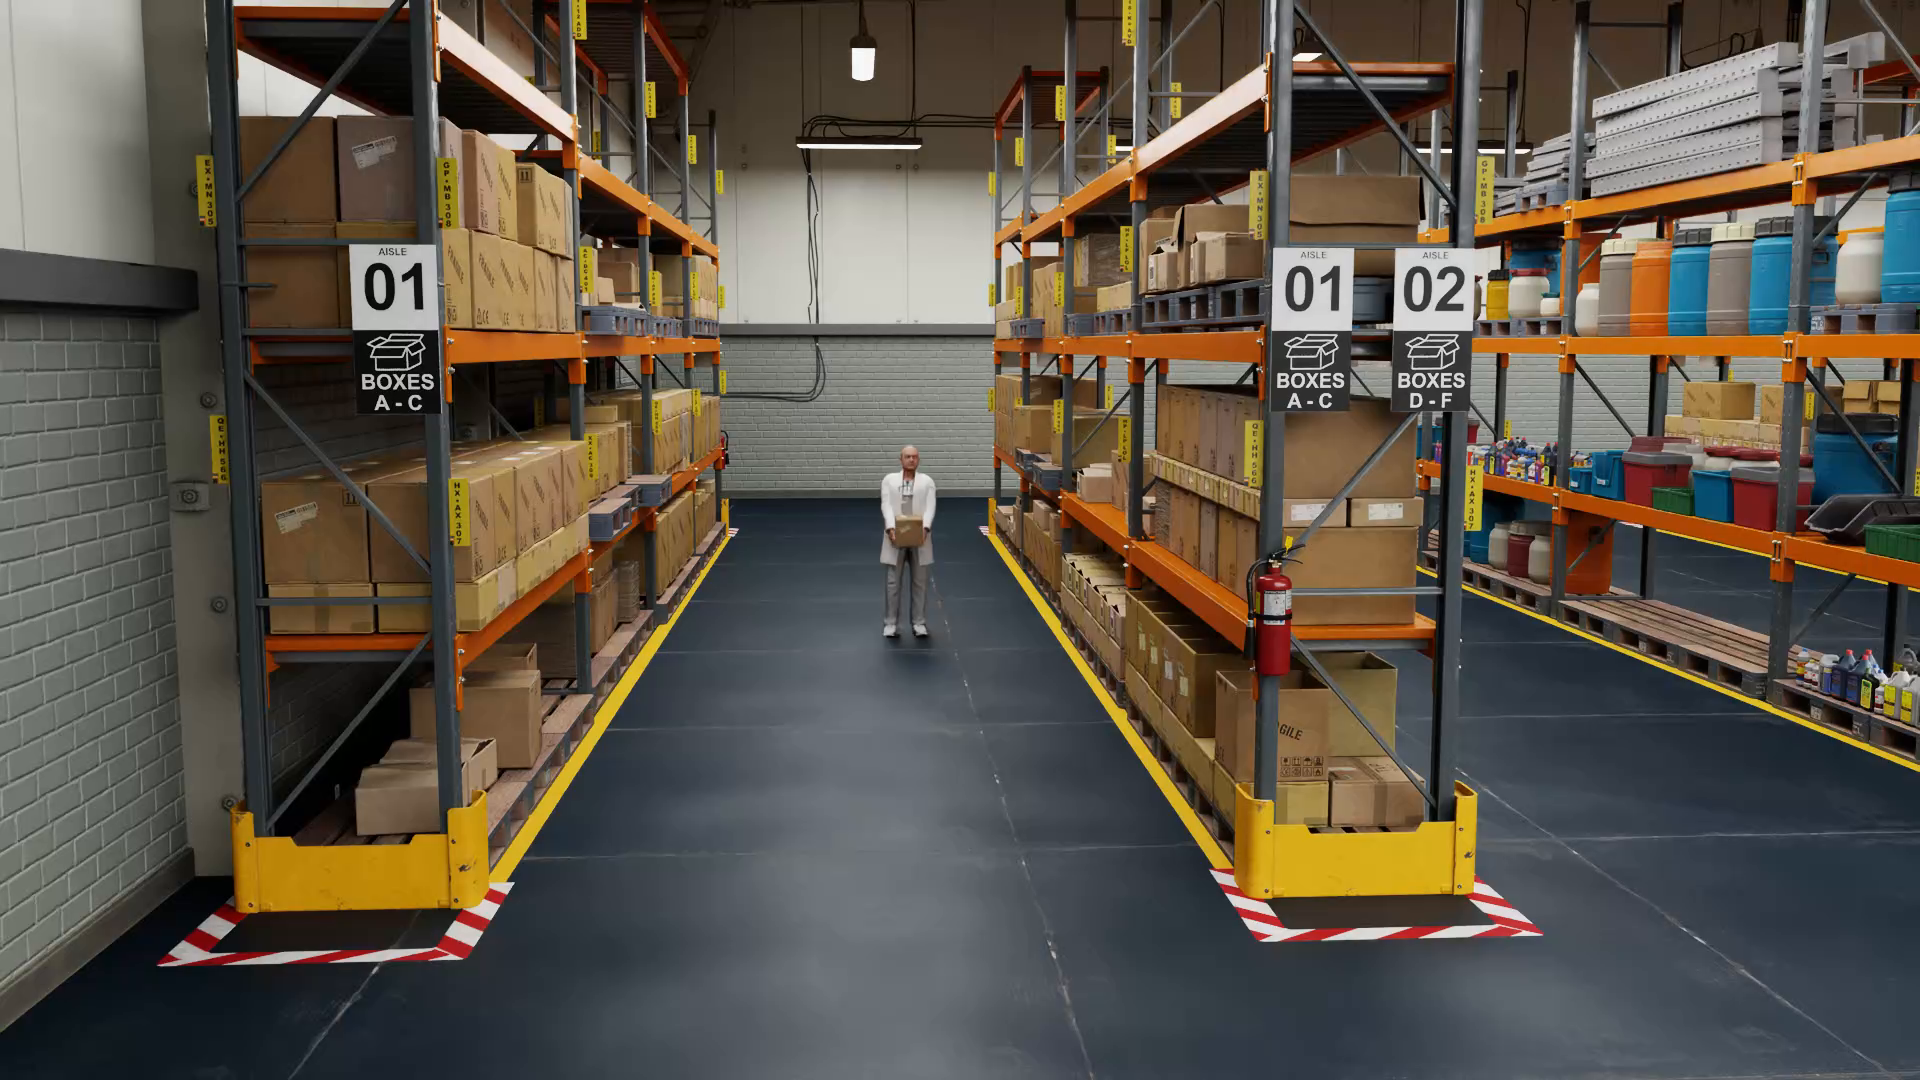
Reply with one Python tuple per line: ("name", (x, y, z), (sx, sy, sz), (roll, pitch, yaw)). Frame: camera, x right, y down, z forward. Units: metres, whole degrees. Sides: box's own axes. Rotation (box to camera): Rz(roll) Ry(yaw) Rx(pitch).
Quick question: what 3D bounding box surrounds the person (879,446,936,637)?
("person", (-0.487, 0.018, 15.628), (0.543, 1.779, 0.550), (0, 7, -4))
